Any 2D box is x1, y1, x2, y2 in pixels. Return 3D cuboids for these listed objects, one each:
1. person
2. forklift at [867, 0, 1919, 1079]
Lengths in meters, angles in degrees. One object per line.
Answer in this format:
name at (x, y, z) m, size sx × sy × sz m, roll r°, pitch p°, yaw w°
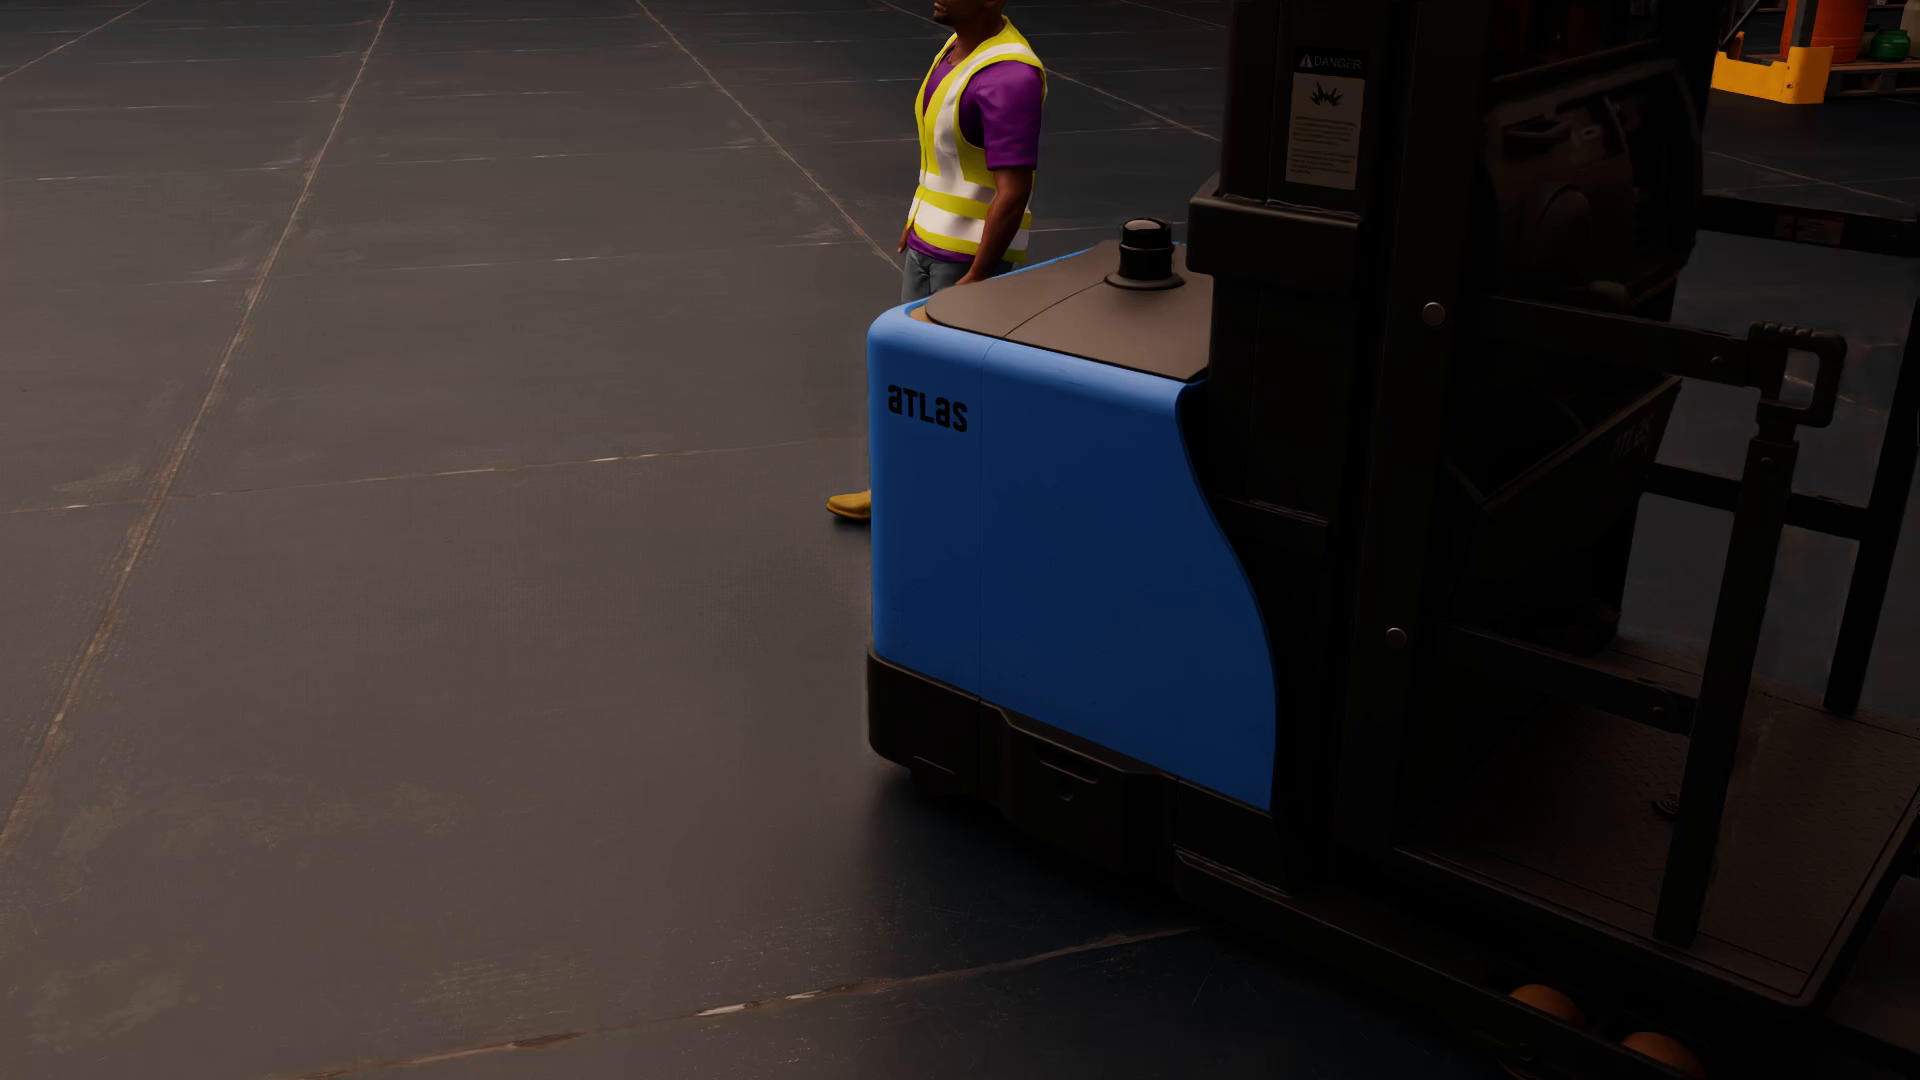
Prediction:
person at (-0.068, -0.815, 4.693) m, size 0.577 × 1.765 × 0.665 m, roll -6°, pitch 24°, yaw -14°
forklift at (1.248, -0.598, 2.716) m, size 3.031 × 2.935 × 1.130 m, roll 18°, pitch 29°, yaw 36°
